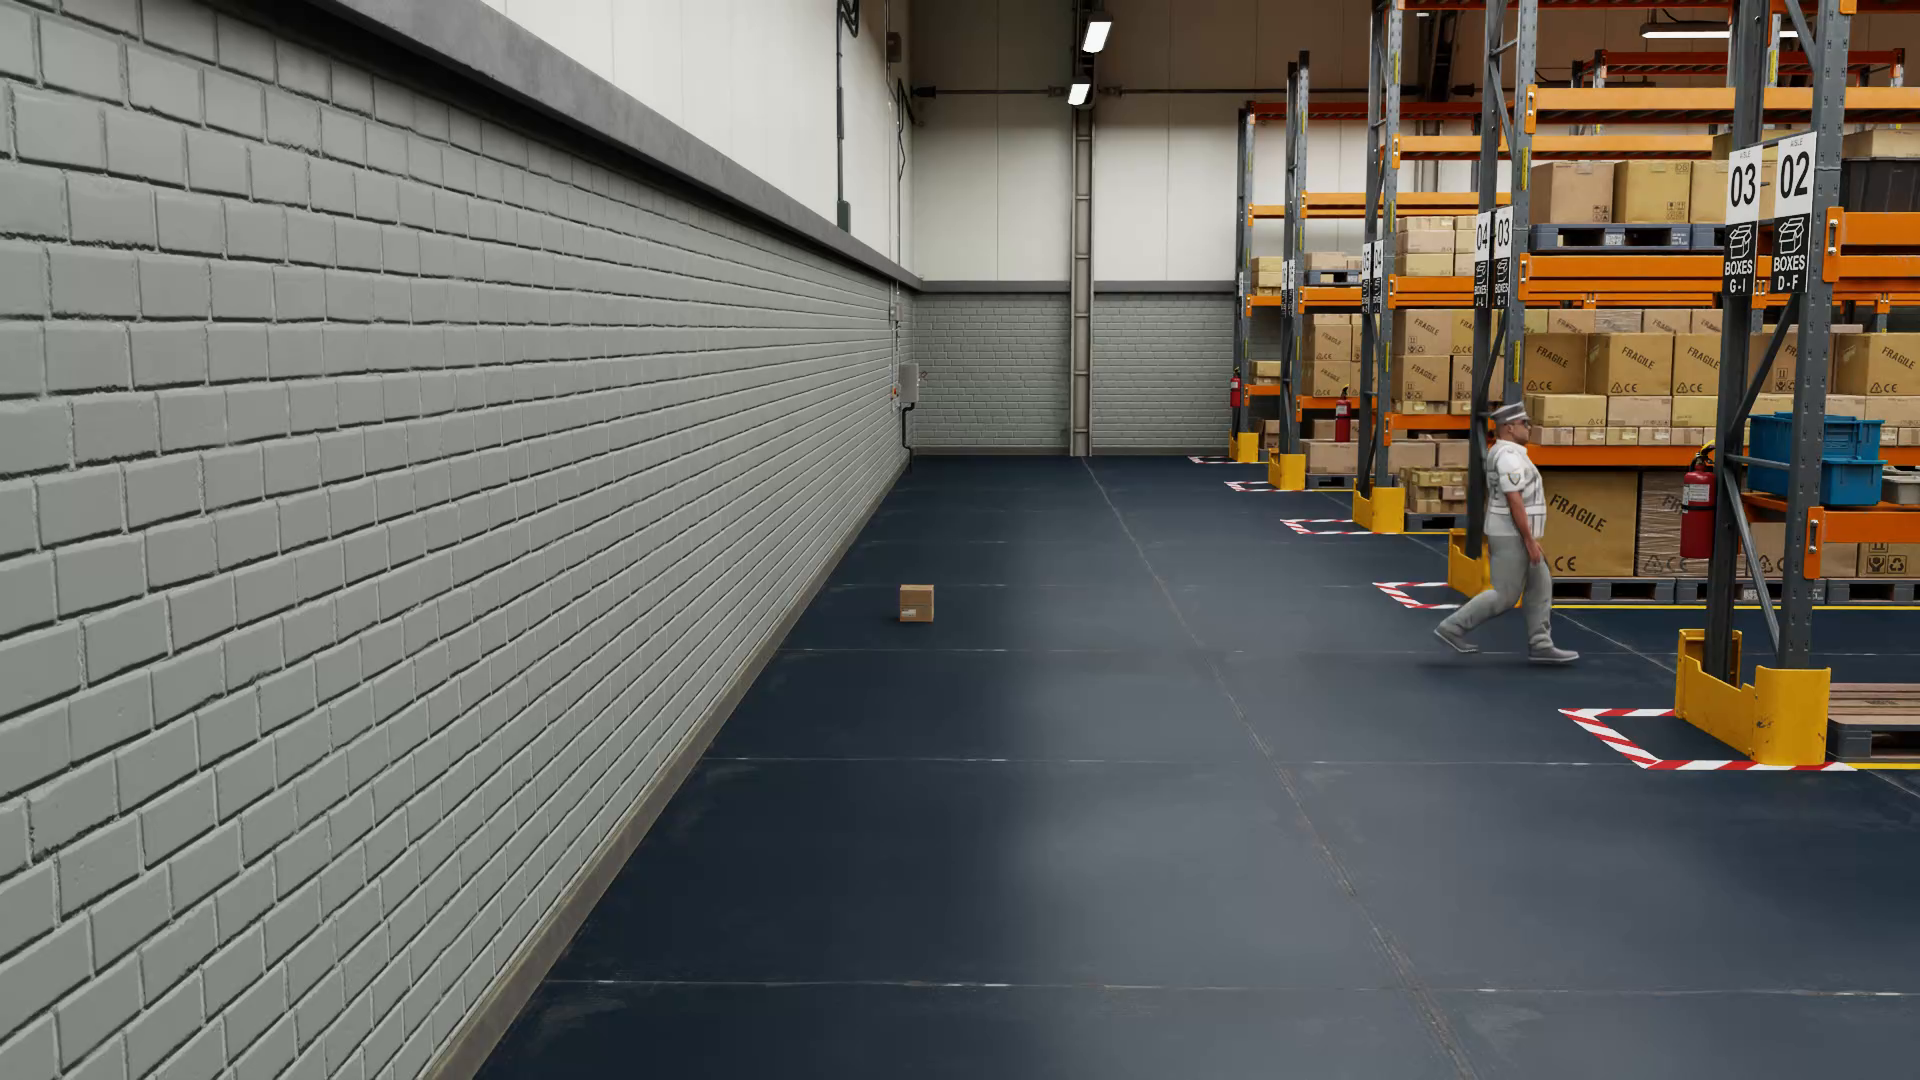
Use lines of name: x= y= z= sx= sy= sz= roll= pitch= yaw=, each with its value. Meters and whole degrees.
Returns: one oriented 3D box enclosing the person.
person: x=3.638 y=-0.049 z=10.982 sx=0.952 sy=1.734 sz=0.548 roll=2 pitch=7 yaw=14
